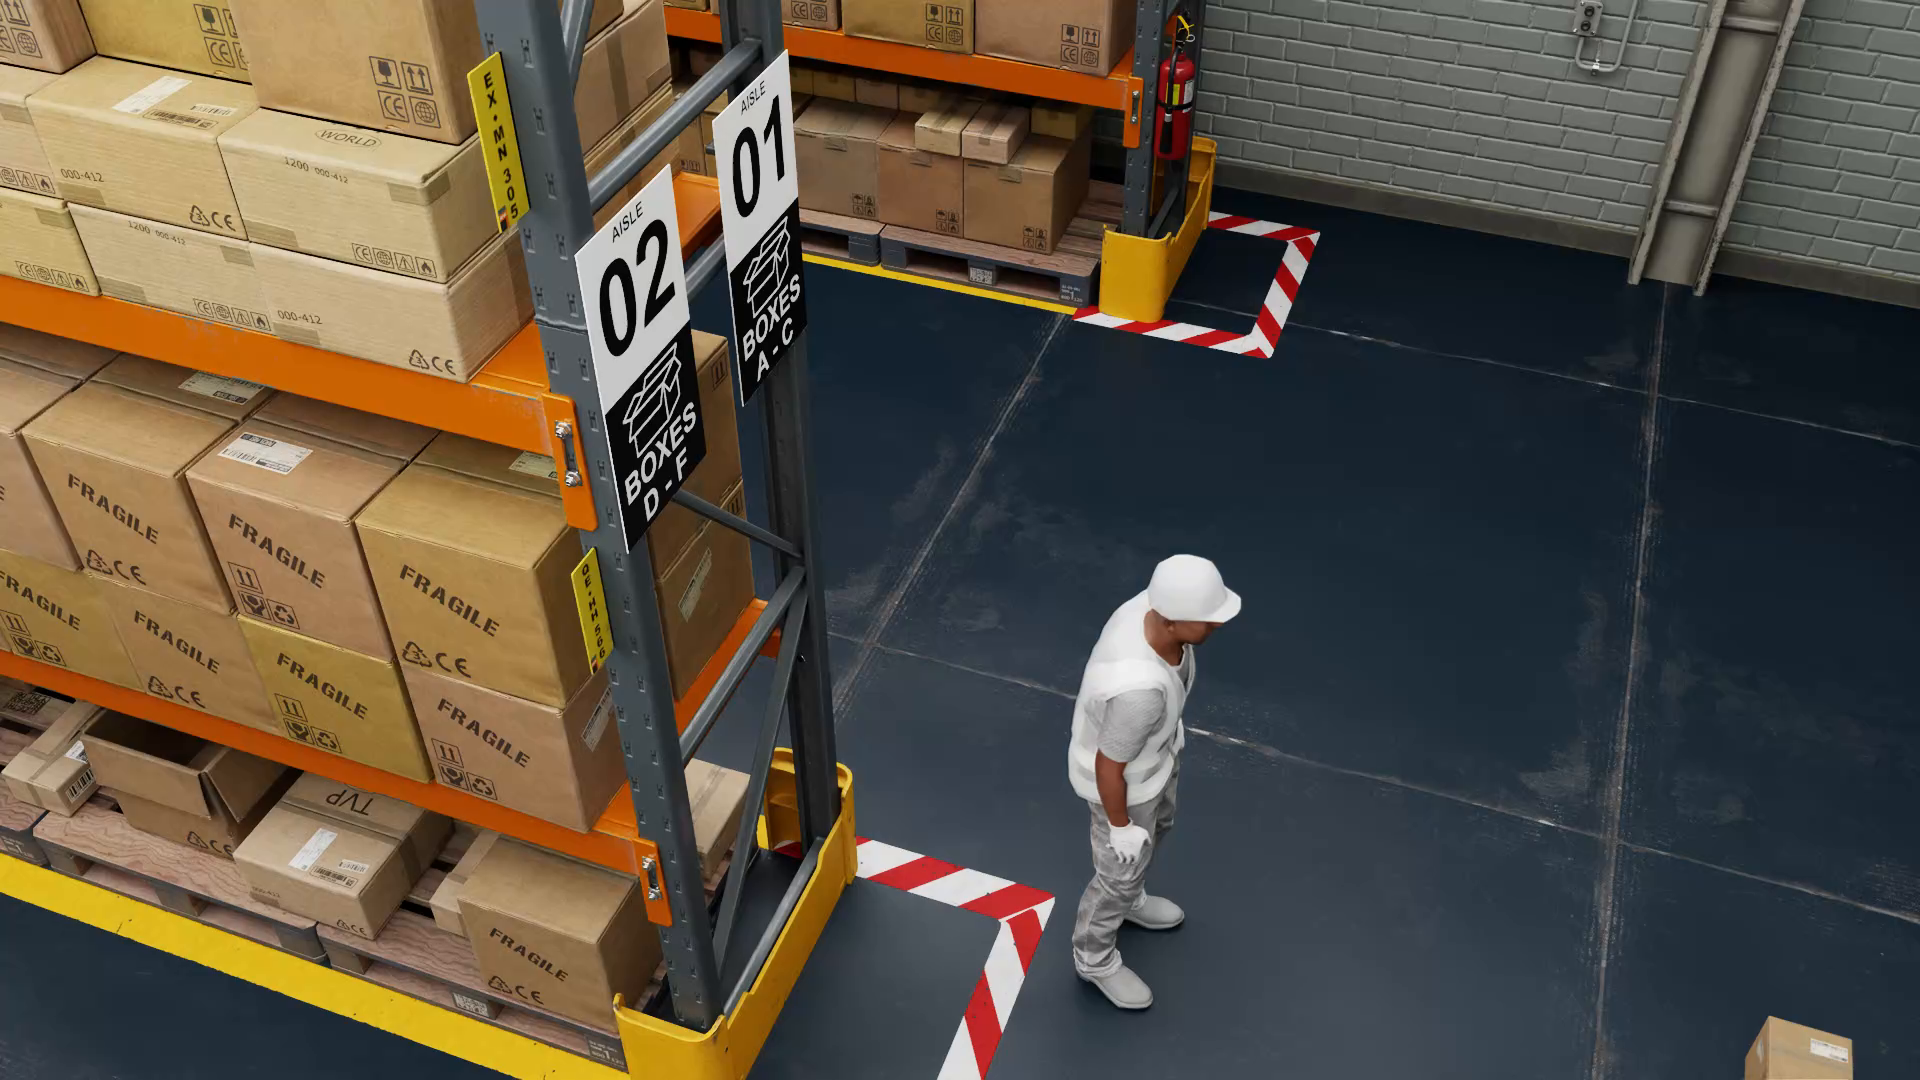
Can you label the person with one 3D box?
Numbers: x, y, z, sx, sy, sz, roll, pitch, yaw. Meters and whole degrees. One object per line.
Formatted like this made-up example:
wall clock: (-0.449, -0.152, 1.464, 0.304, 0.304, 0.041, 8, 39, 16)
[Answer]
person: (0.584, 0.732, 5.312, 0.451, 1.773, 0.625, 14, 43, 16)
